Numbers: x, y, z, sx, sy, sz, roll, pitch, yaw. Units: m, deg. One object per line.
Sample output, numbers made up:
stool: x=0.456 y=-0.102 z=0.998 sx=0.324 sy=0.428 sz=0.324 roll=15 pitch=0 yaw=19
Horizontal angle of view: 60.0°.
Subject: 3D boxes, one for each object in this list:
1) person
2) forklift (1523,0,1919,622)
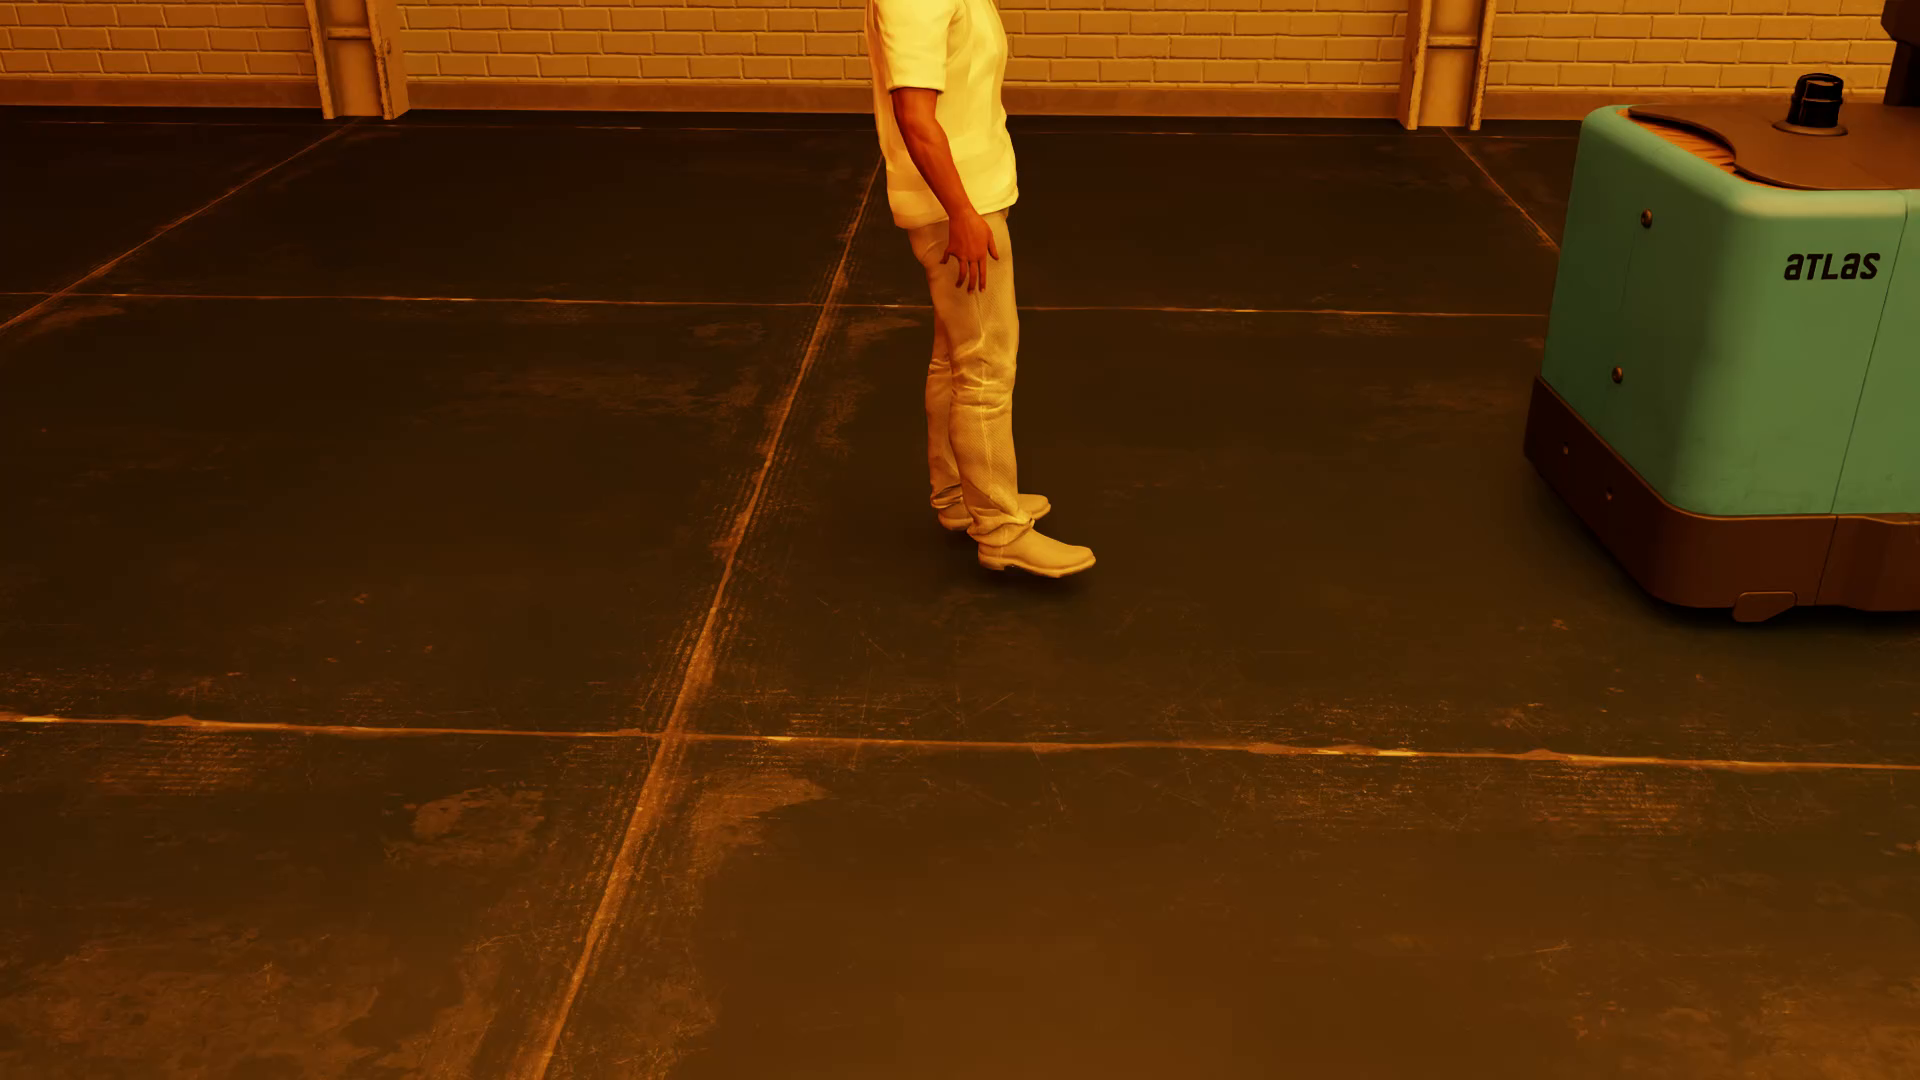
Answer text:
person: x=0.070 y=-0.831 z=4.102 sx=0.575 sy=1.767 sz=0.665 roll=1 pitch=26 yaw=2
forklift: x=3.184 y=-1.343 z=3.932 sx=3.031 sy=2.935 sz=1.130 roll=-1 pitch=26 yaw=-2
